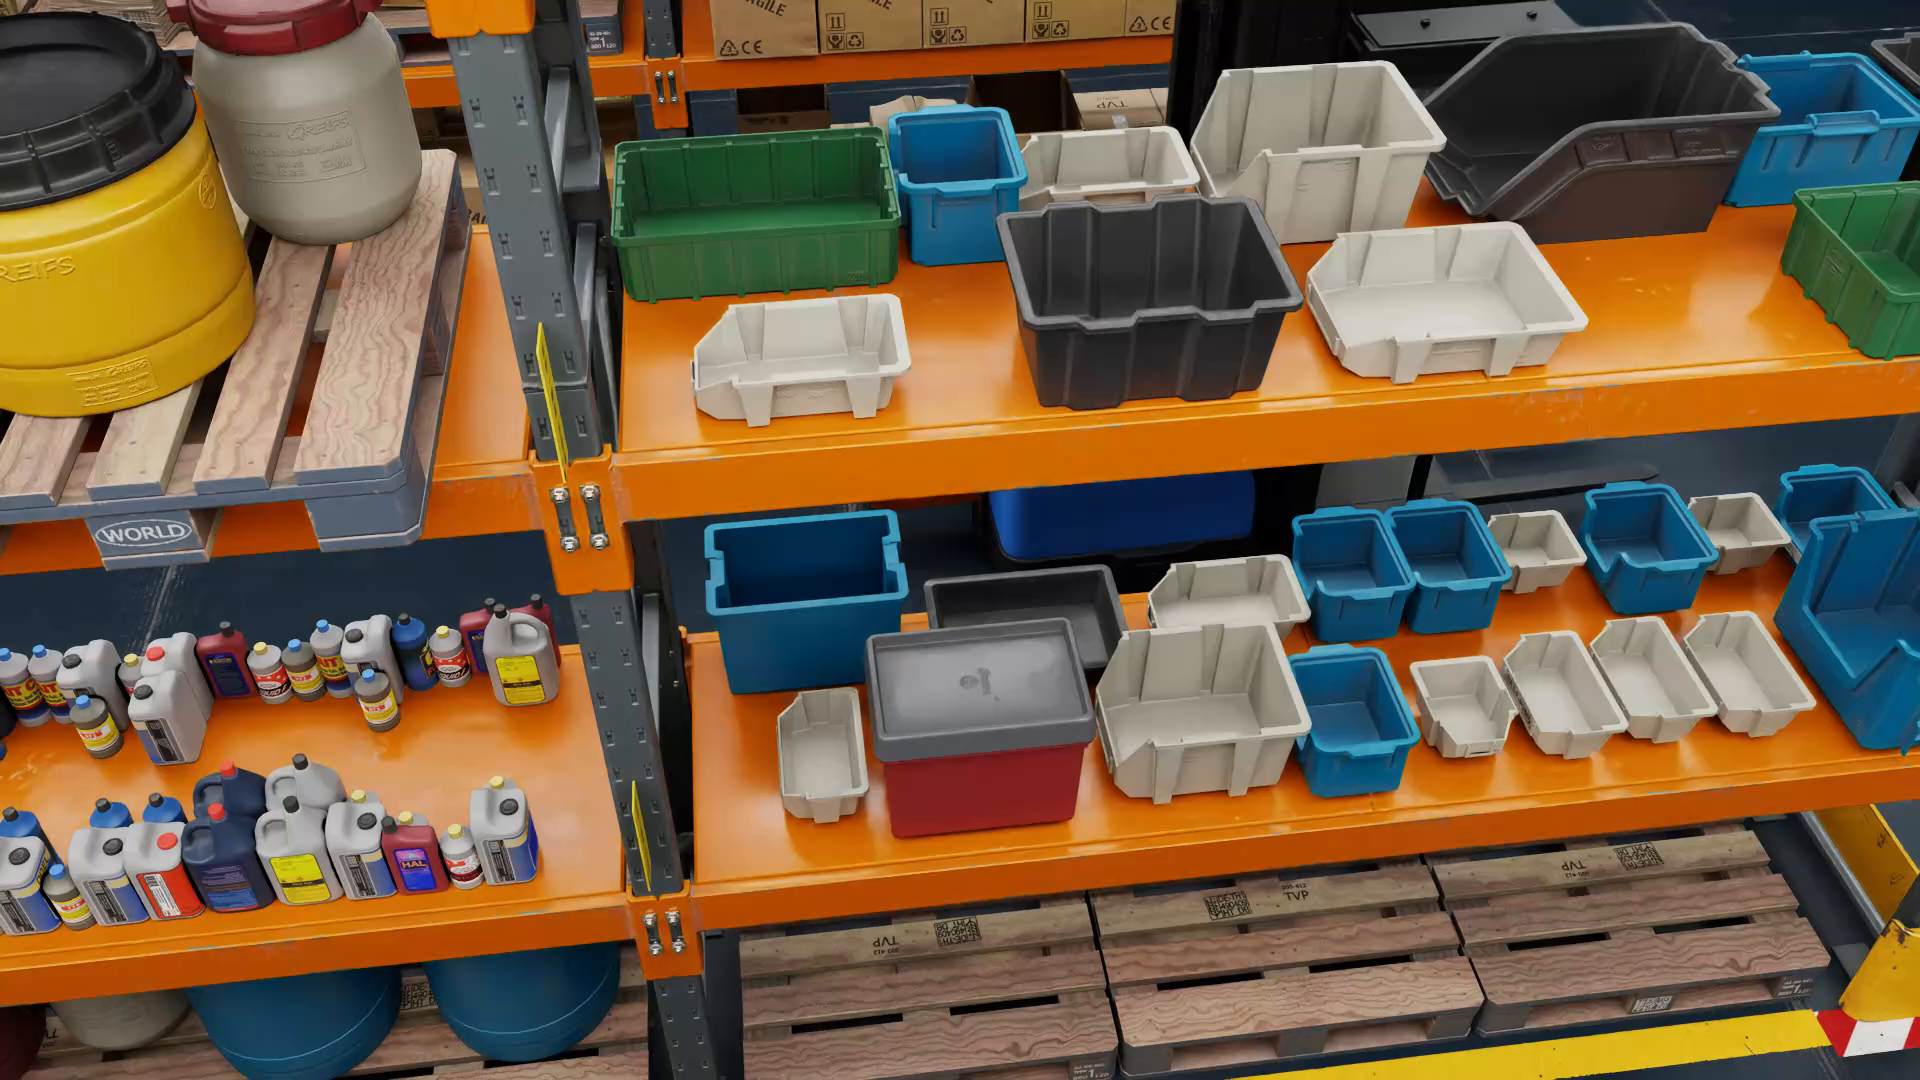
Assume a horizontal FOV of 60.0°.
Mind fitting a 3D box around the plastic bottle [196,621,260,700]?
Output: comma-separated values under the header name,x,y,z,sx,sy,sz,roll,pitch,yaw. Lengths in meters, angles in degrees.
name,x,y,z,sx,sy,sz,roll,pitch,yaw
plastic bottle,-2.171,0.354,4.920,0.133,0.283,0.061,-5,42,-6

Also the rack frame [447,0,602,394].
name,x,y,z,sx,sy,sz,roll,pitch,yaw
rack frame,-0.871,-1.742,2.678,0.127,3.000,1.000,-5,42,-6

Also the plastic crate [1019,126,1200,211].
name,x,y,z,sx,sy,sz,roll,pitch,yaw
plastic crate,0.341,-0.894,4.174,0.466,0.136,0.293,-5,42,-6

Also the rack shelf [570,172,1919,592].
name,x,y,z,sx,sy,sz,roll,pitch,yaw
rack shelf,1.112,-0.535,4.117,4.000,0.370,1.077,-5,42,-6

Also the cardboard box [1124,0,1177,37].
name,x,y,z,sx,sy,sz,roll,pitch,yaw
cardboard box,1.038,-2.883,8.347,0.500,0.500,0.500,-5,42,-5

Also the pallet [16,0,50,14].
name,x,y,z,sx,sy,sz,roll,pitch,yaw
pallet,-4.813,-2.492,8.131,1.003,0.211,1.213,-5,42,-6

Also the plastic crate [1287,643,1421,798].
name,x,y,z,sx,sy,sz,roll,pitch,yaw
plastic crate,1.092,0.526,4.722,0.300,0.233,0.416,-5,42,-6

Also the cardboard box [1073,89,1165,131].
name,x,y,z,sx,sy,sz,roll,pitch,yaw
cardboard box,0.889,-2.349,9.554,0.500,0.250,0.500,-5,42,-6

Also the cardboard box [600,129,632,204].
name,x,y,z,sx,sy,sz,roll,pitch,yaw
cardboard box,-1.962,-1.807,8.767,0.500,0.500,0.500,-5,42,-6

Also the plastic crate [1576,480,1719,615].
name,x,y,z,sx,sy,sz,roll,pitch,yaw
plastic crate,2.155,0.038,5.264,0.300,0.233,0.416,-5,42,-6

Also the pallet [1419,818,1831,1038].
name,x,y,z,sx,sy,sz,roll,pitch,yaw
pallet,2.272,1.219,5.956,1.213,0.211,1.003,-5,42,-6

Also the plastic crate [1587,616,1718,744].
name,x,y,z,sx,sy,sz,roll,pitch,yaw
plastic crate,2.021,0.420,4.912,0.243,0.136,0.396,-5,42,-6

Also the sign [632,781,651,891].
name,x,y,z,sx,sy,sz,roll,pitch,yaw
sign,-0.802,0.748,4.190,0.005,0.325,0.100,-5,42,-6

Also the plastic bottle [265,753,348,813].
name,x,y,z,sx,sy,sz,roll,pitch,yaw
plastic bottle,-1.759,0.705,4.481,0.185,0.351,0.144,-5,42,-6

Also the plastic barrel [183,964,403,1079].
name,x,y,z,sx,sy,sz,roll,pitch,yaw
plastic barrel,-2.115,1.206,5.142,0.708,0.901,0.600,-5,42,-6

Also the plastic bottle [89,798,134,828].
name,x,y,z,sx,sy,sz,roll,pitch,yaw
plastic bottle,-2.251,0.788,4.448,0.097,0.271,0.097,0,42,0

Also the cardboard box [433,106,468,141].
name,x,y,z,sx,sy,sz,roll,pitch,yaw
cardboard box,-2.548,-2.106,9.098,0.500,0.500,0.500,-4,42,-5

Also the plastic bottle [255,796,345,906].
name,x,y,z,sx,sy,sz,roll,pitch,yaw
plastic bottle,-1.740,0.801,4.375,0.185,0.351,0.144,-5,42,-6

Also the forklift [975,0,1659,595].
name,x,y,z,sx,sy,sz,roll,pitch,yaw
forklift,1.590,-1.268,6.683,3.031,2.935,1.130,-6,42,-7

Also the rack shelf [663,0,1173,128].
name,x,y,z,sx,sy,sz,roll,pitch,yaw
rack shelf,0.473,-2.711,8.769,4.000,0.370,1.077,-5,42,-6

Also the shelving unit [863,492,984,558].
name,x,y,z,sx,sy,sz,roll,pitch,yaw
shelving unit,-0.163,-0.418,7.033,0.503,1.200,0.258,-6,42,-7

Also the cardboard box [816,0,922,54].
name,x,y,z,sx,sy,sz,roll,pitch,yaw
cardboard box,-0.462,-2.752,8.202,0.500,0.500,0.500,-4,42,-5

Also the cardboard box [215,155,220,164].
name,x,y,z,sx,sy,sz,roll,pitch,yaw
cardboard box,-3.971,-1.632,8.572,0.500,0.500,0.500,-6,42,-6

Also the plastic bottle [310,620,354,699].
name,x,y,z,sx,sy,sz,roll,pitch,yaw
plastic bottle,-1.861,0.344,4.940,0.097,0.271,0.097,0,42,0

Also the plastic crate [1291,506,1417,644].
name,x,y,z,sx,sy,sz,roll,pitch,yaw
plastic crate,1.204,0.121,5.172,0.300,0.233,0.416,-5,42,-6

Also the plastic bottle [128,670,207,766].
name,x,y,z,sx,sy,sz,roll,pitch,yaw
plastic bottle,-2.278,0.500,4.764,0.135,0.276,0.152,-5,42,-6

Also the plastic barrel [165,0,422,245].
name,x,y,z,sx,sy,sz,roll,pitch,yaw
plastic barrel,-1.426,-0.956,3.631,0.433,0.535,0.433,0,42,0

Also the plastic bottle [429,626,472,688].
name,x,y,z,sx,sy,sz,roll,pitch,yaw
plastic bottle,-1.534,0.341,4.996,0.097,0.201,0.097,0,42,0

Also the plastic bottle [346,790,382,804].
name,x,y,z,sx,sy,sz,roll,pitch,yaw
plastic bottle,-1.617,0.758,4.533,0.097,0.201,0.097,0,42,0

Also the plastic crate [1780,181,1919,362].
name,x,y,z,sx,sy,sz,roll,pitch,yaw
plastic crate,2.154,-0.622,3.834,0.336,0.188,0.450,-5,42,-6

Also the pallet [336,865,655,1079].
name,x,y,z,sx,sy,sz,roll,pitch,yaw
pallet,-1.642,1.560,5.578,1.213,0.211,1.003,-5,42,-6

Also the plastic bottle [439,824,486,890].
name,x,y,z,sx,sy,sz,roll,pitch,yaw
plastic bottle,-1.332,0.836,4.447,0.097,0.201,0.097,0,42,0

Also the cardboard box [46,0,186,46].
name,x,y,z,sx,sy,sz,roll,pitch,yaw
cardboard box,-3.935,-2.733,7.867,0.500,0.500,0.700,2,42,3

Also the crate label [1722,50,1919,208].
name,x,y,z,sx,sy,sz,roll,pitch,yaw
crate label,2.138,-1.055,4.267,0.502,0.251,0.408,-5,42,-6

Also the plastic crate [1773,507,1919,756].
name,x,y,z,sx,sy,sz,roll,pitch,yaw
plastic crate,2.787,0.256,4.871,0.499,0.435,0.616,-5,42,-6

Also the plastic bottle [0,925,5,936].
name,x,y,z,sx,sy,sz,roll,pitch,yaw
plastic bottle,-2.557,0.943,4.328,0.097,0.201,0.097,0,42,0

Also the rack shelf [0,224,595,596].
name,x,y,z,sx,sy,sz,roll,pitch,yaw
rack shelf,-2.854,-0.188,3.731,4.000,0.370,1.077,-5,42,-6

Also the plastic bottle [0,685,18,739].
name,x,y,z,sx,sy,sz,roll,pitch,yaw
plastic bottle,-2.880,0.419,4.797,0.185,0.351,0.144,-5,42,-6

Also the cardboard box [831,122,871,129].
name,x,y,z,sx,sy,sz,roll,pitch,yaw
cardboard box,-0.618,-2.220,9.487,0.250,0.149,0.380,-5,42,-6

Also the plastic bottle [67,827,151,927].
name,x,y,z,sx,sy,sz,roll,pitch,yaw
plastic bottle,-2.216,0.867,4.357,0.135,0.276,0.152,-5,42,-6

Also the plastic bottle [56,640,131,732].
name,x,y,z,sx,sy,sz,roll,pitch,yaw
plastic bottle,-2.528,0.419,4.854,0.135,0.276,0.152,-5,42,-6

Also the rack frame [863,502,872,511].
name,x,y,z,sx,sy,sz,roll,pitch,yaw
rack frame,-0.404,-0.391,7.003,0.015,1.200,0.240,-6,42,-7

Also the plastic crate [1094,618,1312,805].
name,x,y,z,sx,sy,sz,roll,pitch,yaw
plastic crate,0.667,0.497,4.719,0.530,0.282,0.437,-5,42,-6

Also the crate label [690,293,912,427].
name,x,y,z,sx,sy,sz,roll,pitch,yaw
crate label,-0.349,-0.381,3.606,0.466,0.136,0.293,-5,42,-6
